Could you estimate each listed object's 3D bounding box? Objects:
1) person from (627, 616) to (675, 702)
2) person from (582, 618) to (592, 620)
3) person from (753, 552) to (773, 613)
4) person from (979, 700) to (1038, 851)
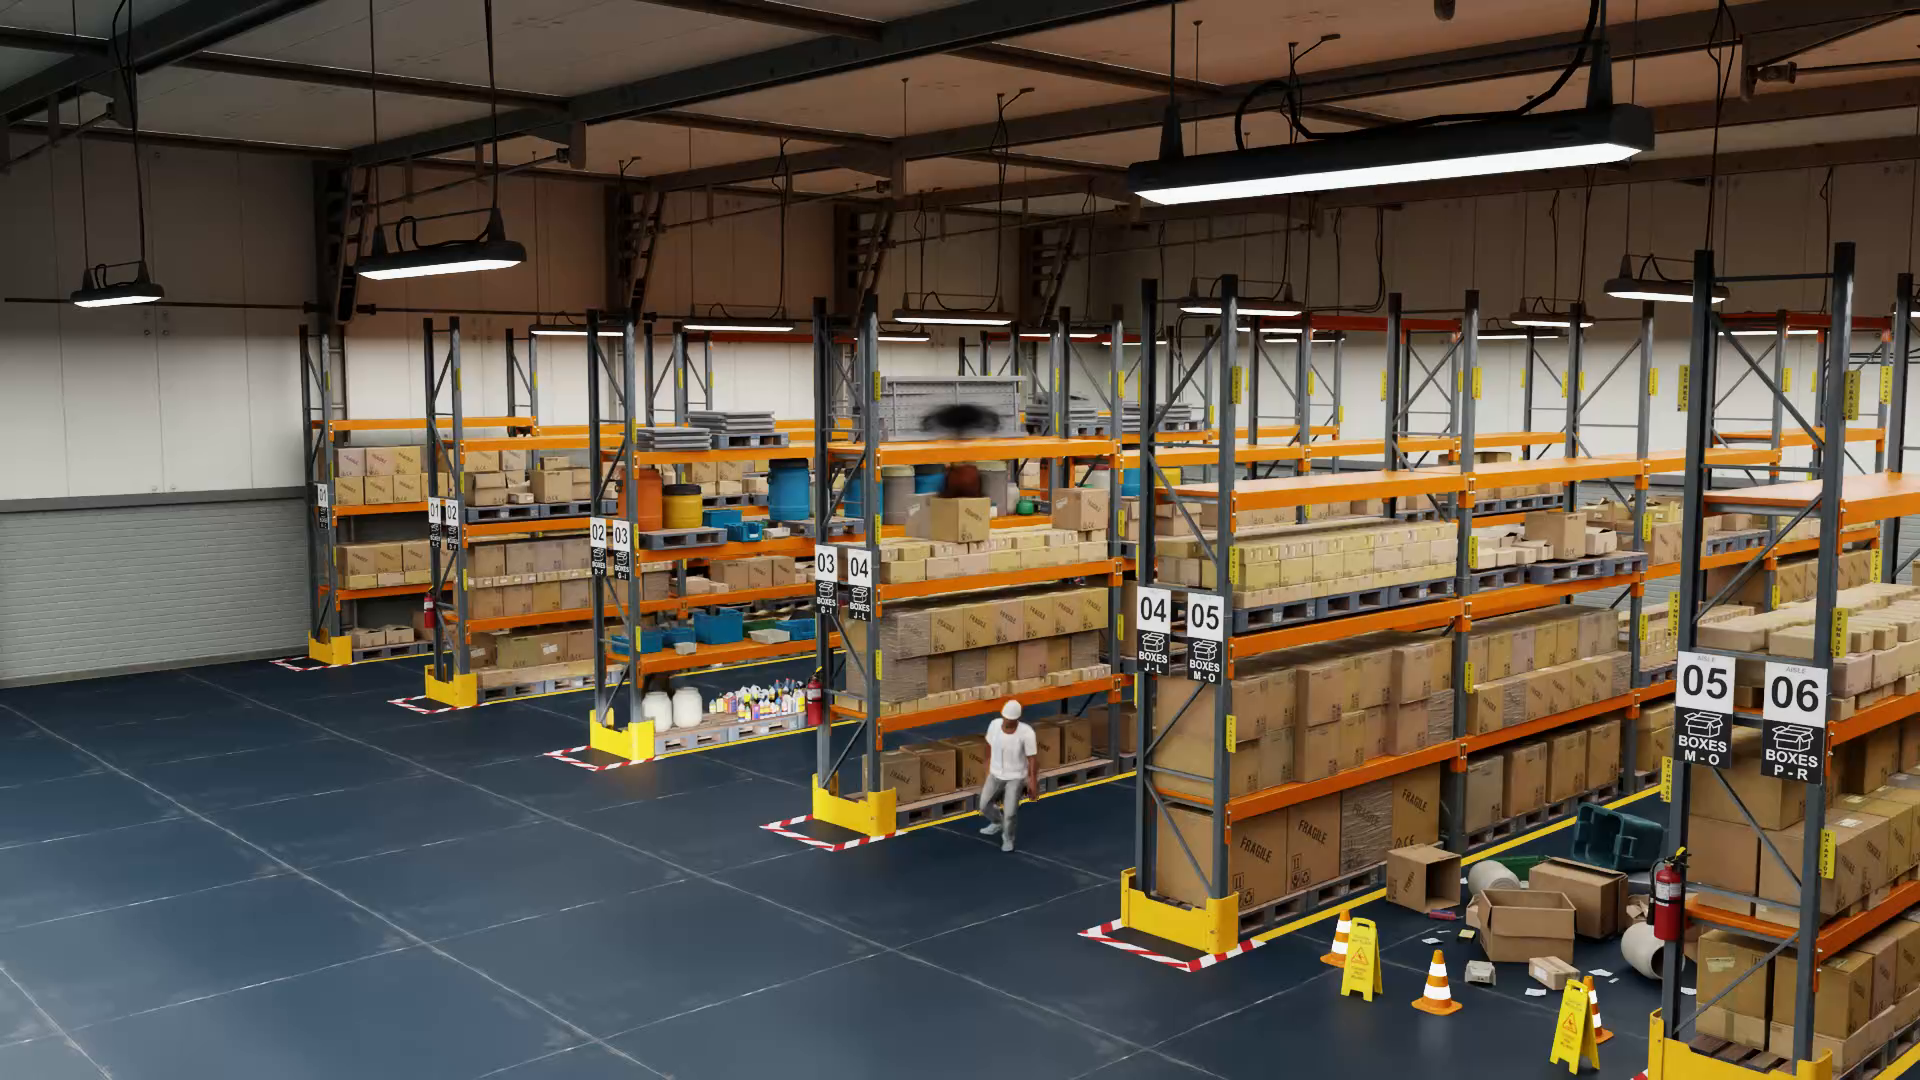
[{"bbox_3d":[-4.556,1.853,24.747,0.733,1.639,0.881,2,6,22],"label":"person"},{"bbox_3d":[-6.712,1.259,30.188,0.860,1.792,0.615,-6,8,-44],"label":"person"},{"bbox_3d":[-4.036,0.923,33.725,0.526,1.744,0.848,5,7,39],"label":"person"},{"bbox_3d":[0.520,2.509,17.900,0.828,1.684,0.685,3,6,26],"label":"person"}]
